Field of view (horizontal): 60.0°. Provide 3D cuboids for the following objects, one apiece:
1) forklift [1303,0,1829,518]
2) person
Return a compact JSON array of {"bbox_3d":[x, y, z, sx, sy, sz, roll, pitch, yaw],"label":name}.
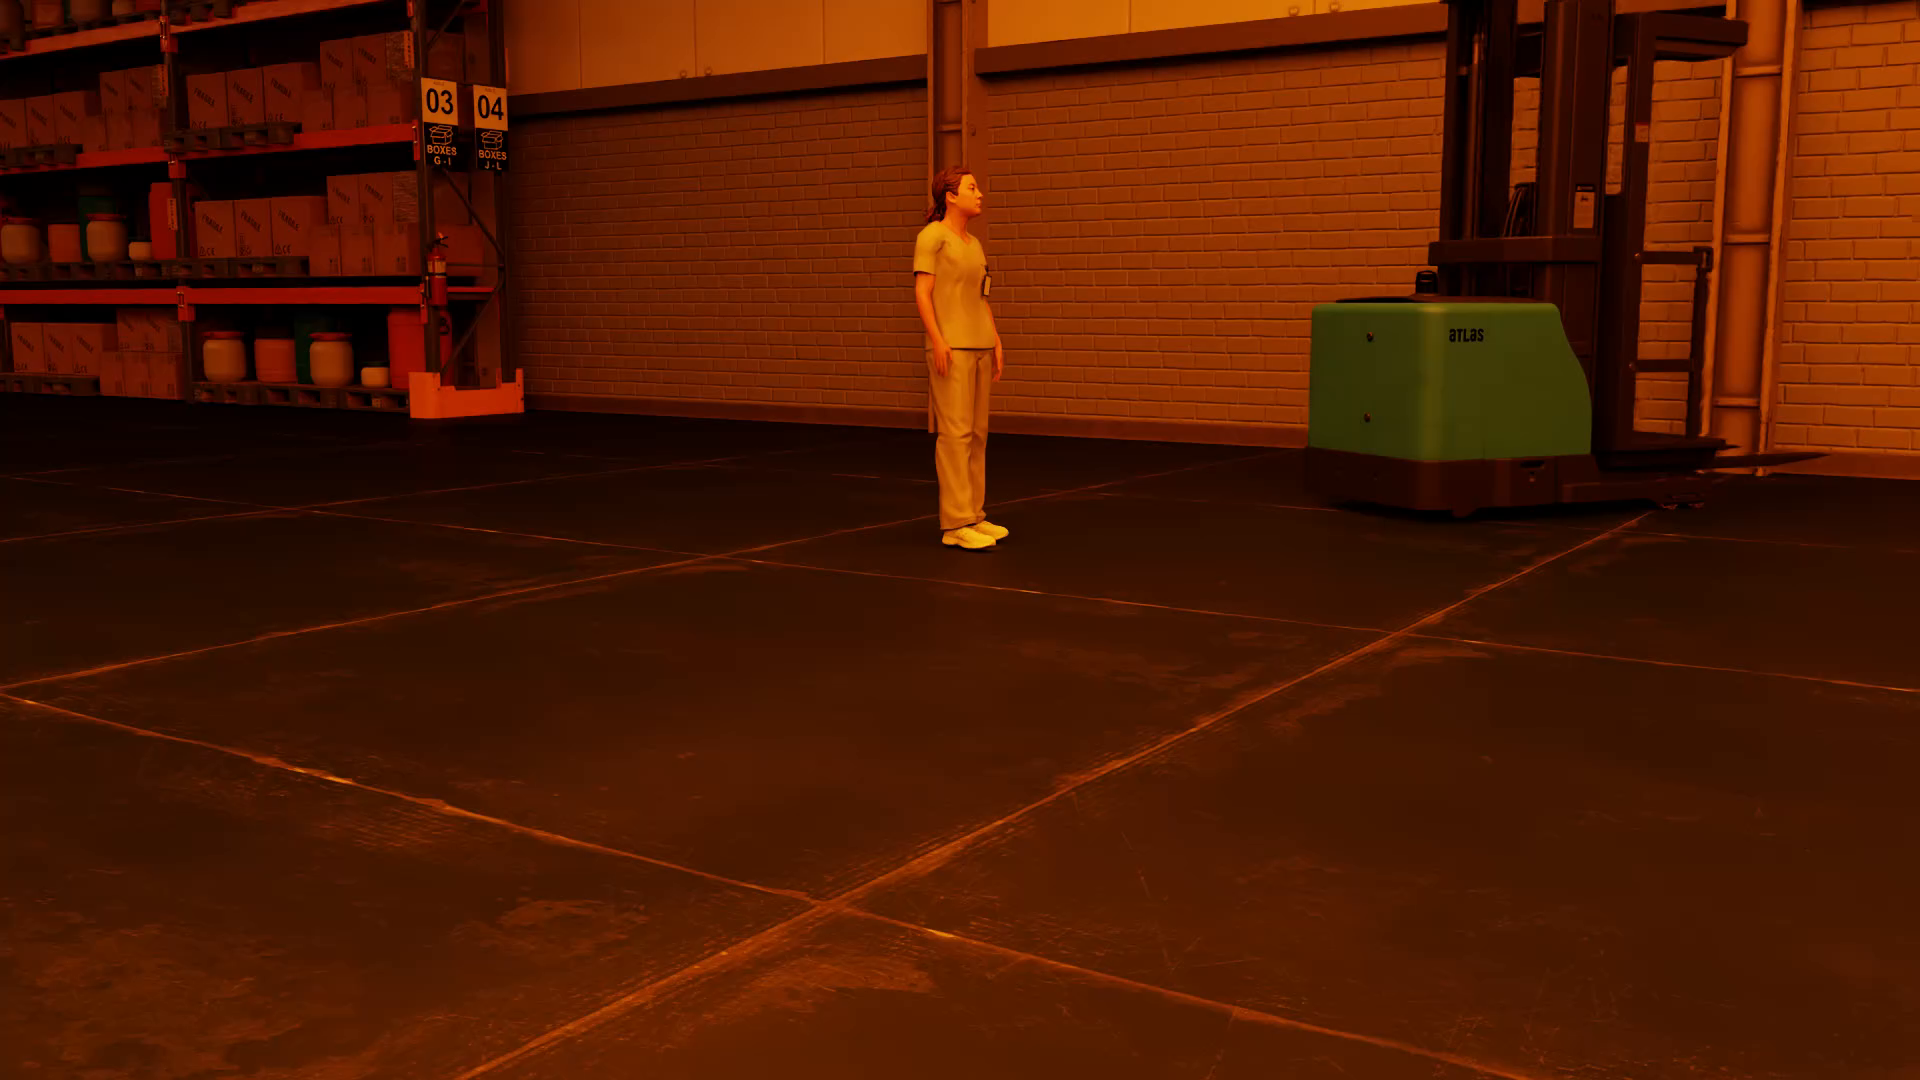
[{"bbox_3d":[3.413,-1.672,8.948,3.031,2.935,1.130,-4,9,-24],"label":"forklift"},{"bbox_3d":[0.054,-0.830,7.433,0.548,1.673,0.550,5,10,34],"label":"person"}]
